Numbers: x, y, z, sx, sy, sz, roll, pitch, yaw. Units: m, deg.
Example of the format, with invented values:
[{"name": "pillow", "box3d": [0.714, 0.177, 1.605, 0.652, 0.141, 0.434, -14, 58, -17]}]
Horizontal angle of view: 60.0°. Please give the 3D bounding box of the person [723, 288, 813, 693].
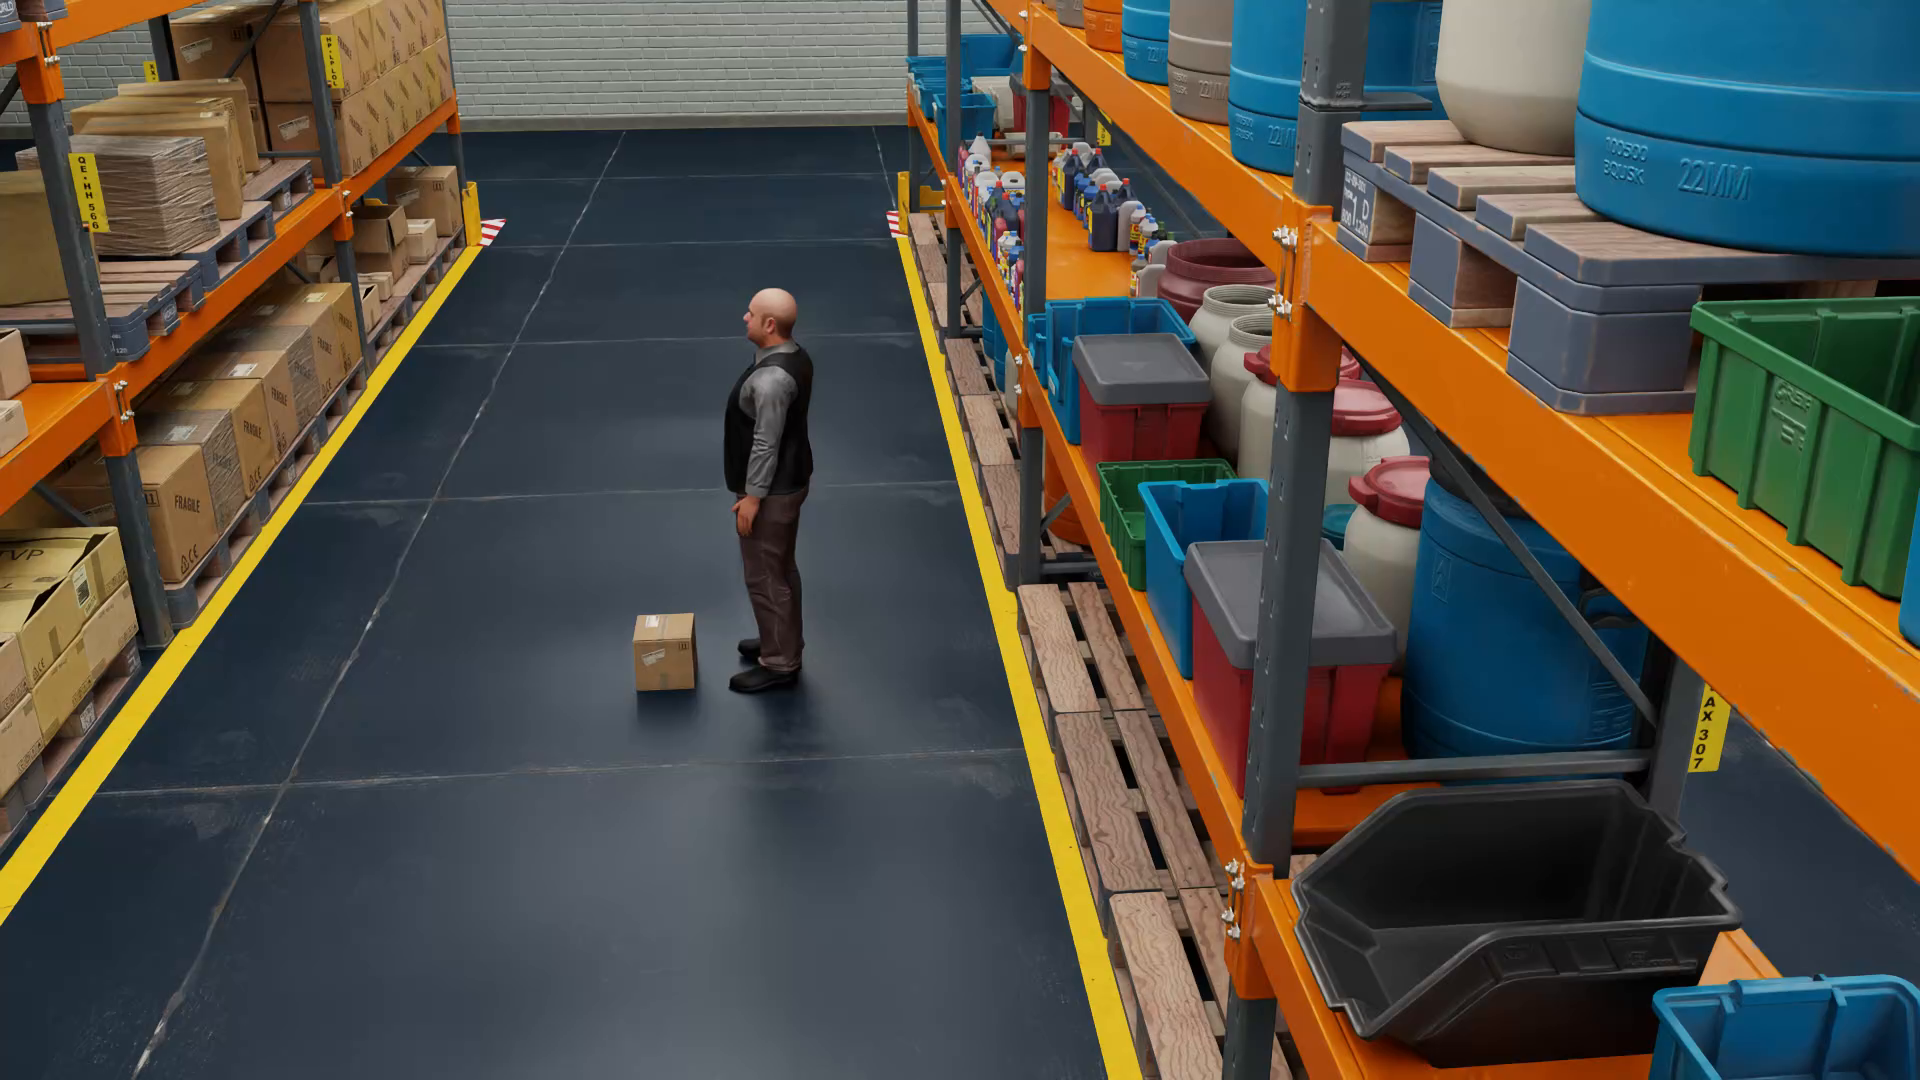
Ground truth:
[{"name": "person", "box3d": [-0.823, -0.215, 7.101, 0.401, 1.749, 0.563, 3, 24, 7]}]
